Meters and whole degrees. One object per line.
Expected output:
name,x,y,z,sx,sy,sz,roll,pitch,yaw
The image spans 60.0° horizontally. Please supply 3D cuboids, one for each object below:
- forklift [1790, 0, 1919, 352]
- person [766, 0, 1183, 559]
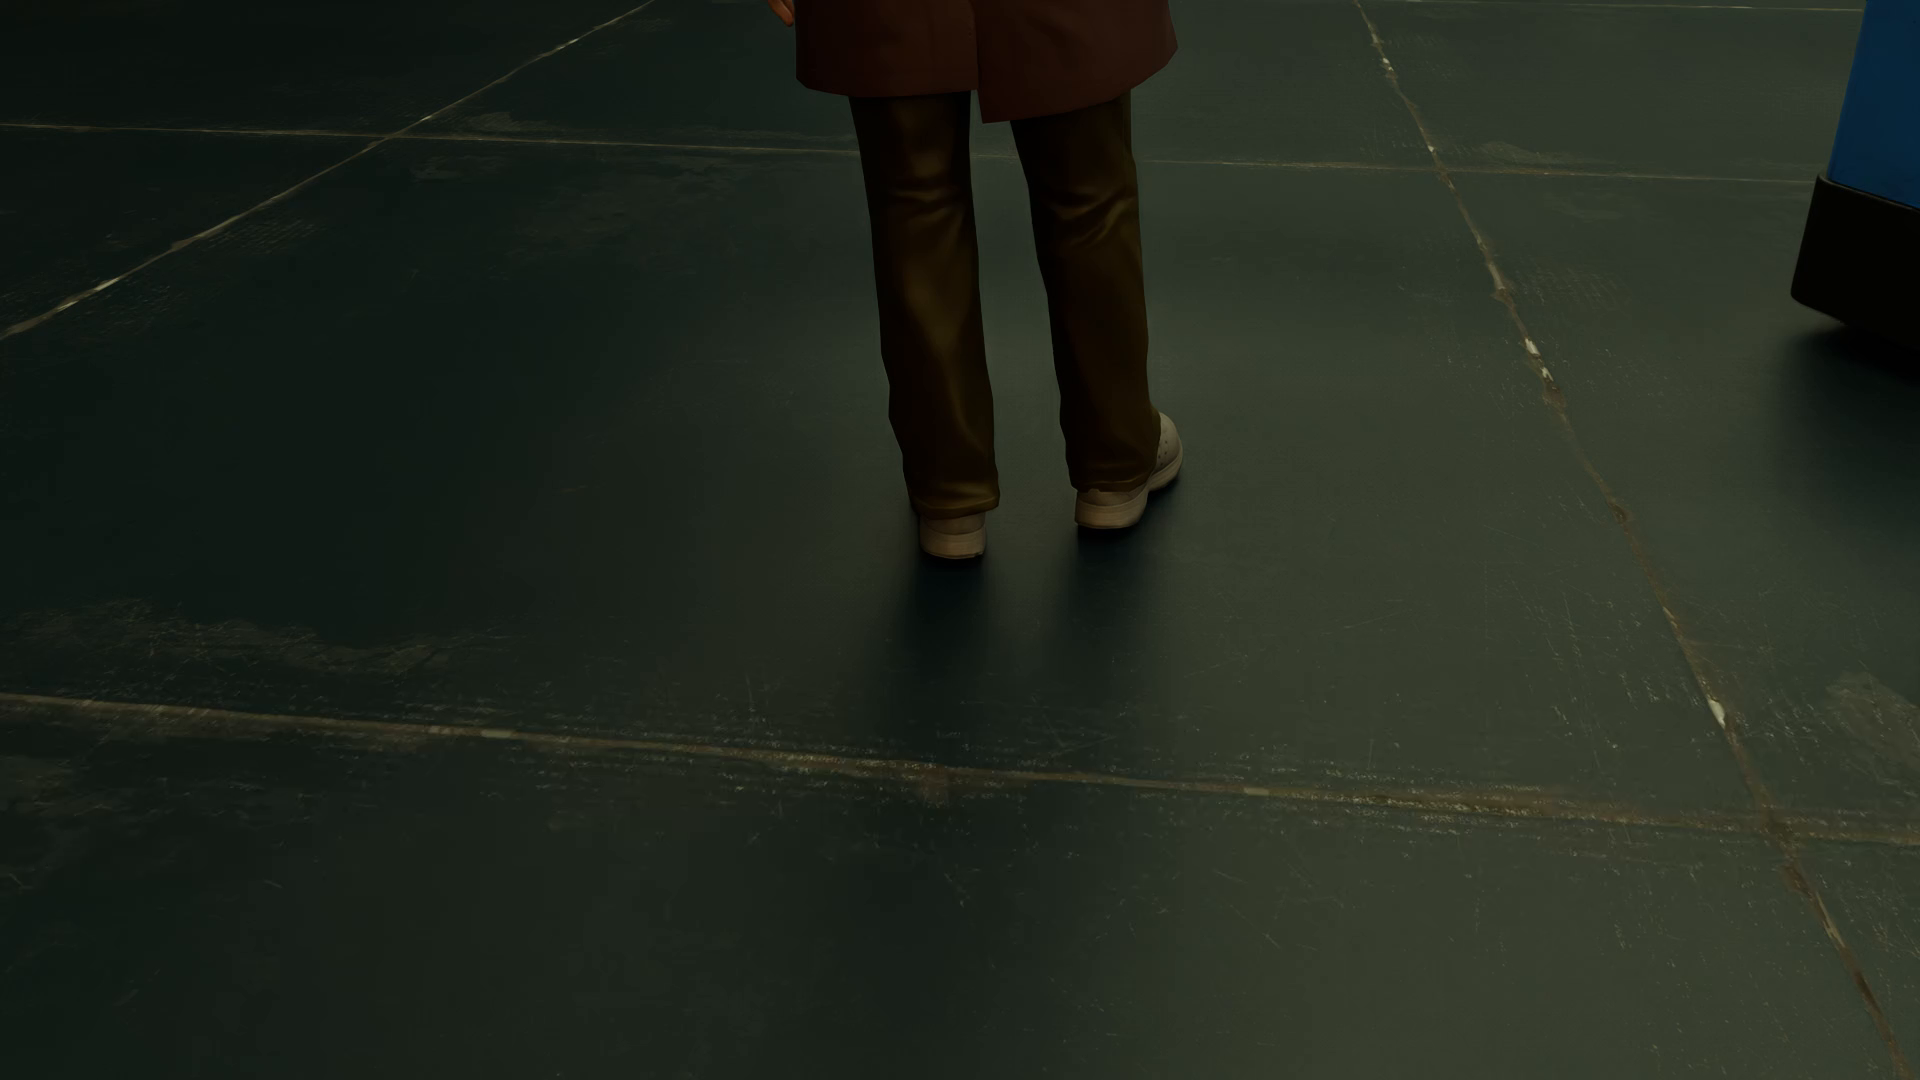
forklift,3.226,-1.740,2.704,3.031,2.935,1.130,-8,28,-16
person,0.016,-0.843,2.181,0.698,1.778,0.579,3,27,7
